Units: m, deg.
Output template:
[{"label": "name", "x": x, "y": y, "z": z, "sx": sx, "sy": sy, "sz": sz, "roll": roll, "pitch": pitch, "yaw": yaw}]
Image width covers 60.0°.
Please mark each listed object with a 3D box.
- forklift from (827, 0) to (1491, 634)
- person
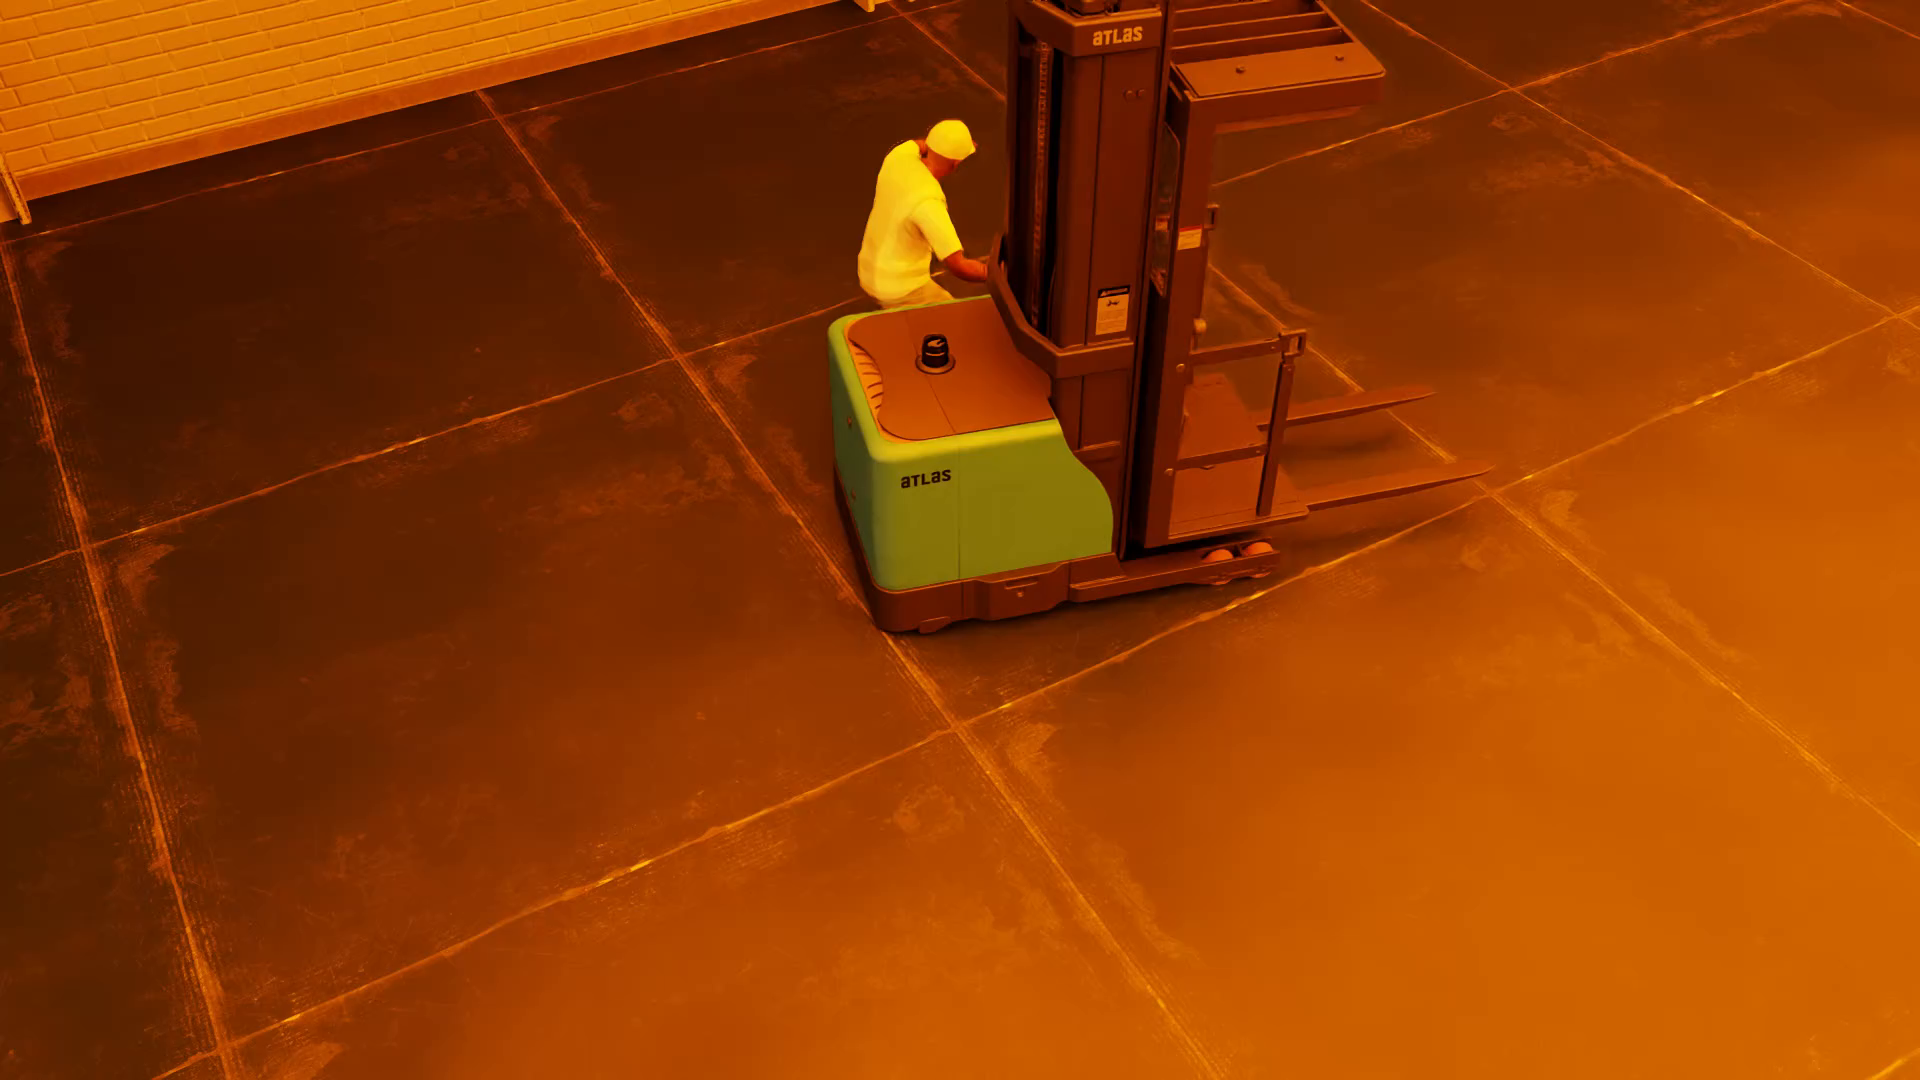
[{"label": "forklift", "x": 0.976, "y": -1.207, "z": 6.999, "sx": 3.031, "sy": 2.935, "sz": 1.130, "roll": -10, "pitch": 44, "yaw": -11}, {"label": "person", "x": -0.034, "y": -1.317, "z": 8.176, "sx": 0.861, "sy": 1.492, "sz": 1.458, "roll": -16, "pitch": 45, "yaw": -17}]
